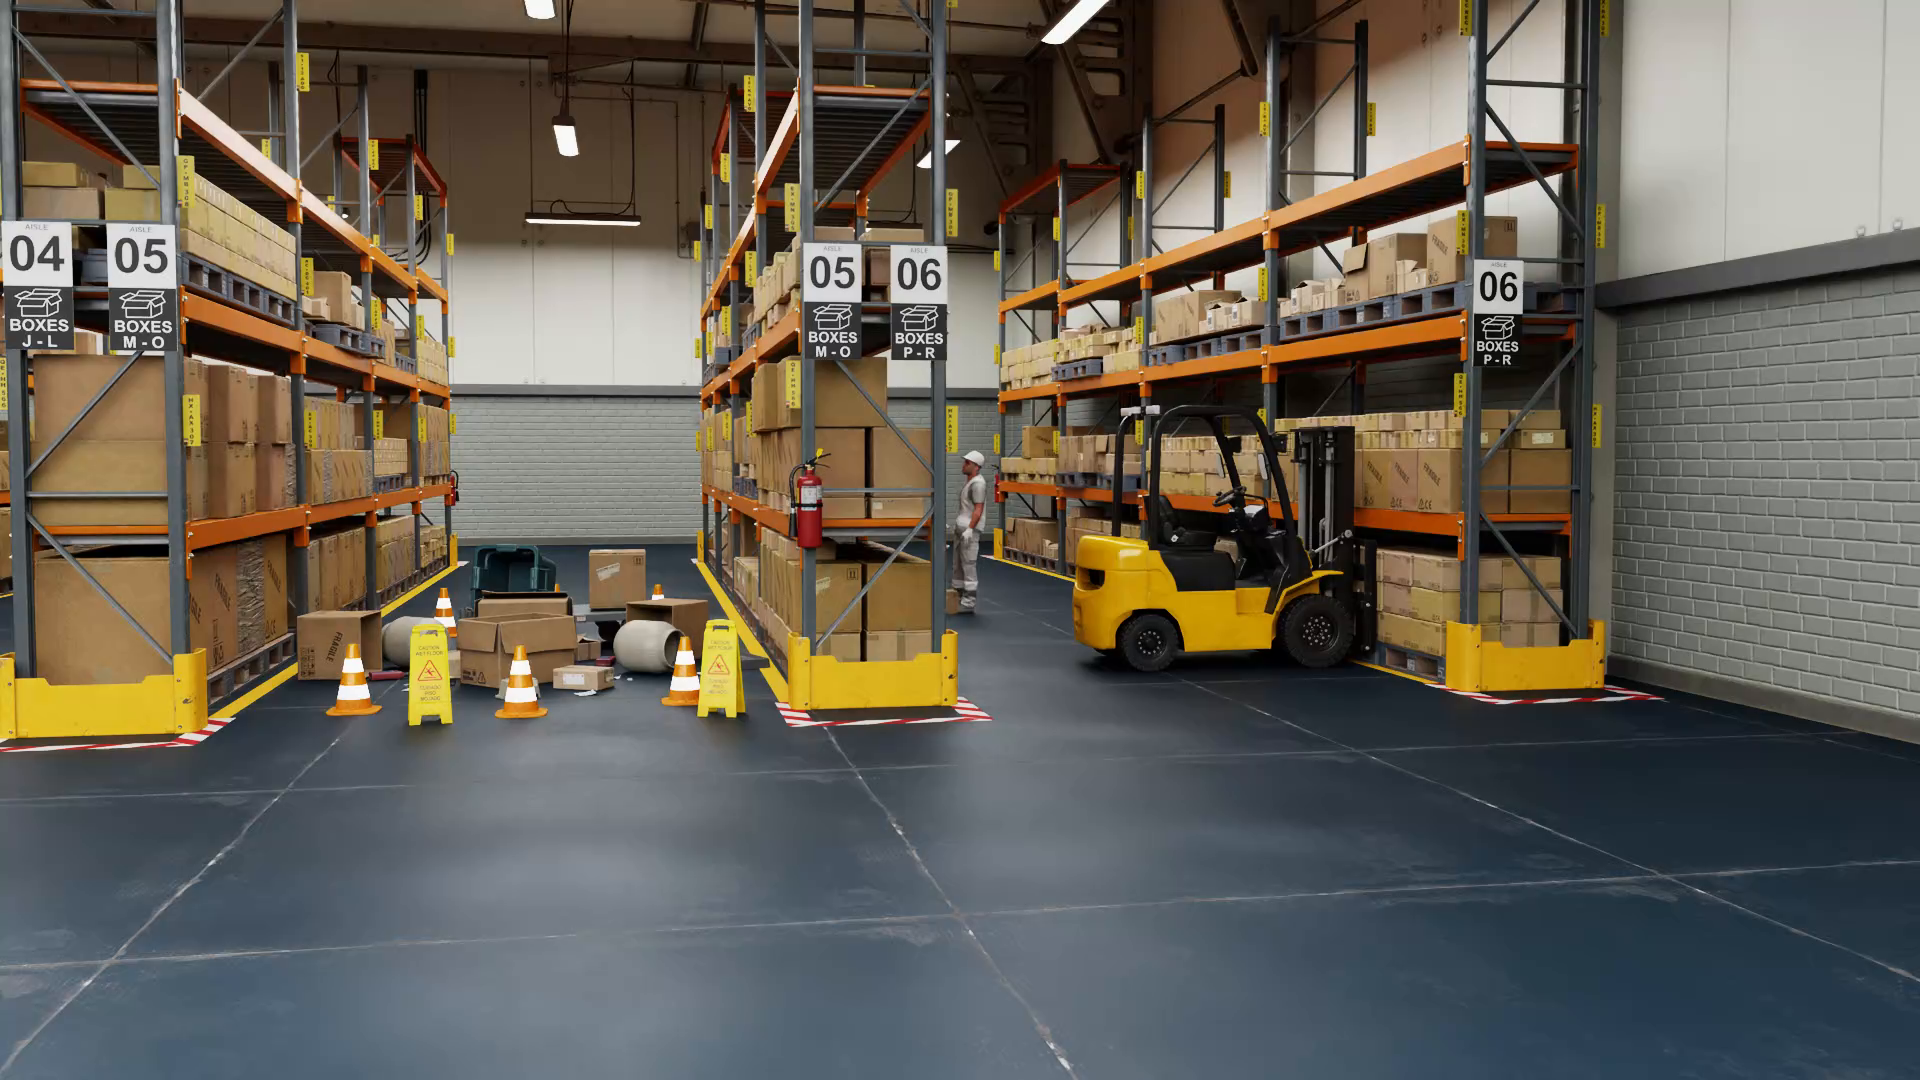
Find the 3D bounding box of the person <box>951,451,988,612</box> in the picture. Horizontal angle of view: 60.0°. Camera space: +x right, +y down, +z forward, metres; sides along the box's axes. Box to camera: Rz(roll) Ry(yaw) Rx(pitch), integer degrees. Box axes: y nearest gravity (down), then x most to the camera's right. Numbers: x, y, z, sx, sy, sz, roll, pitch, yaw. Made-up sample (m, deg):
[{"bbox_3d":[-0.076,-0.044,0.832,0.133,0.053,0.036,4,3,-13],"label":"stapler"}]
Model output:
[{"bbox_3d":[0.014,-0.093,18.436,0.564,1.788,0.627,-1,3,-11],"label":"person"}]
